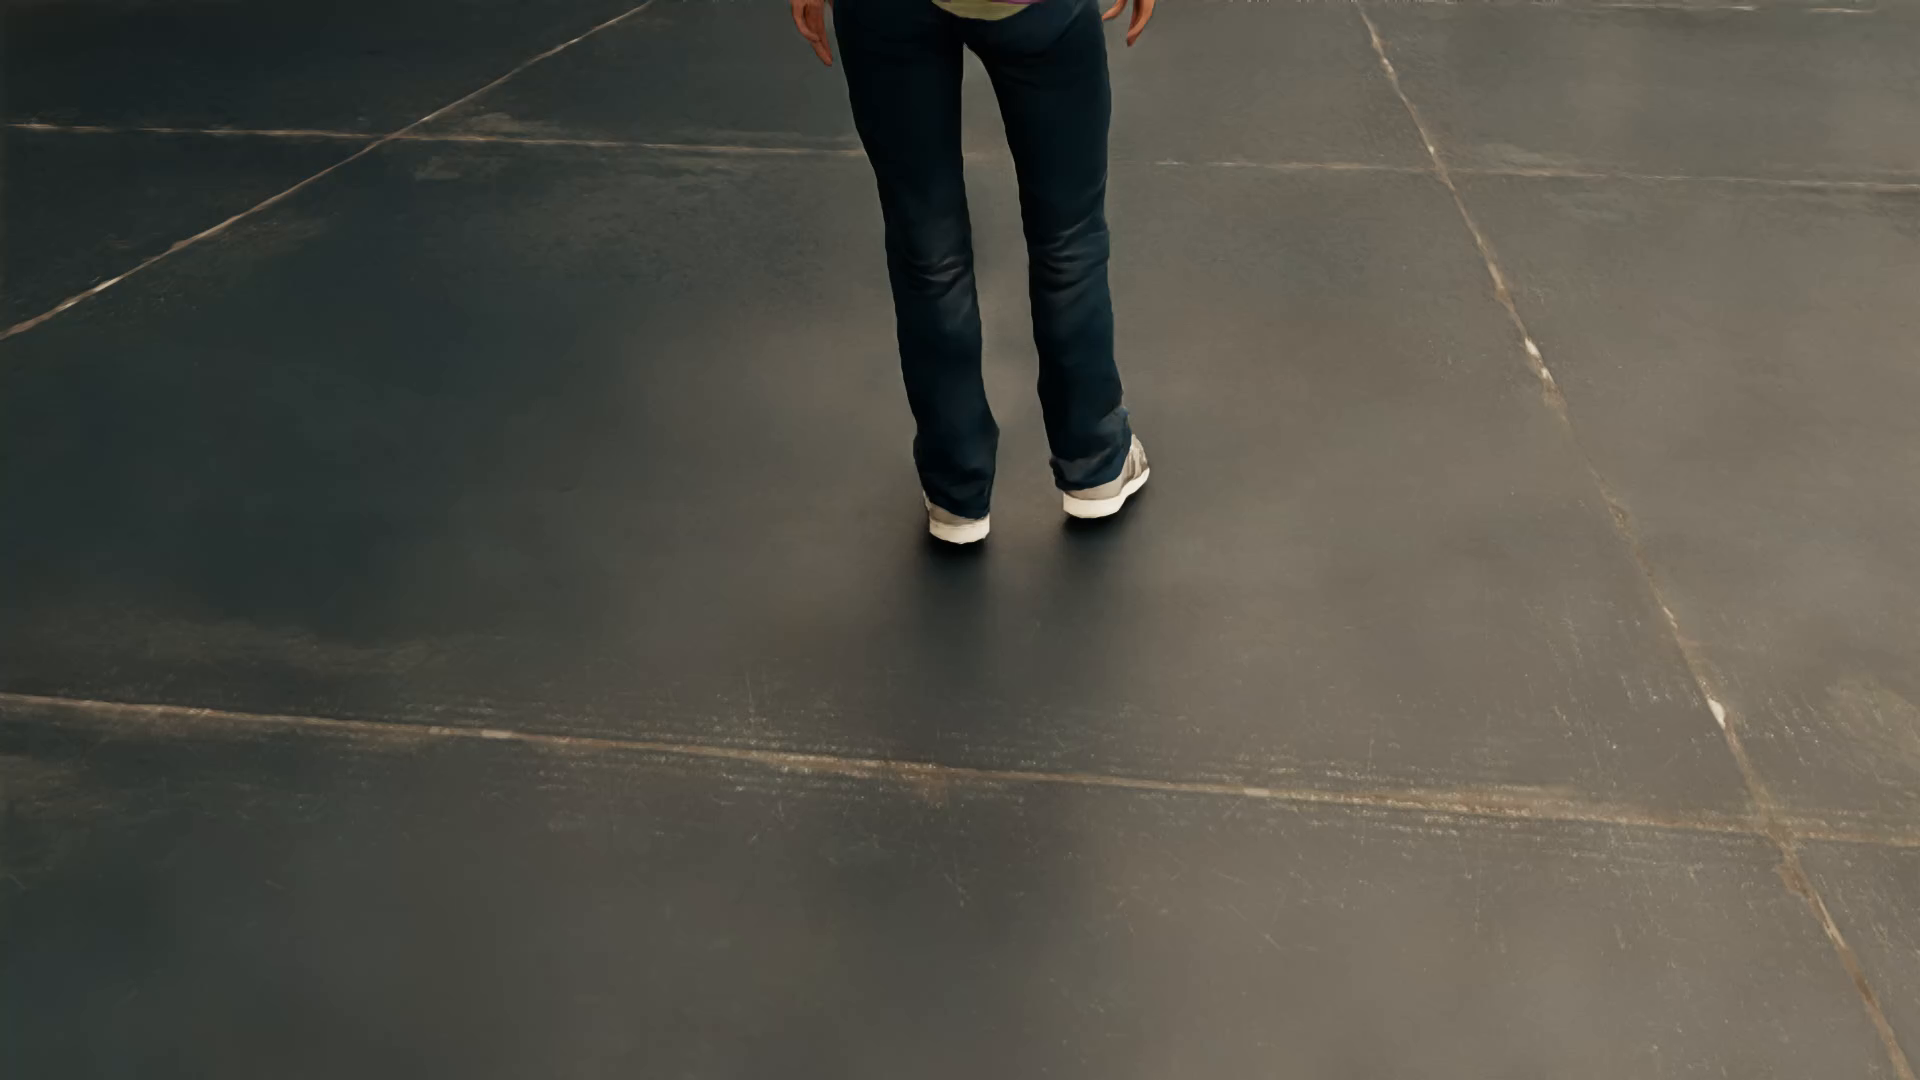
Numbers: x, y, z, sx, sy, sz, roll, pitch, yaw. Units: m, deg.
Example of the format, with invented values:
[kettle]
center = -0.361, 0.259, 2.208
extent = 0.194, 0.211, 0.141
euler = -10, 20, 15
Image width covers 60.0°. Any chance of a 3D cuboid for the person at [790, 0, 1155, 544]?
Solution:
[person]
center = 0.024, -0.753, 2.205
extent = 0.520, 1.597, 0.474
euler = 3, 27, 7
